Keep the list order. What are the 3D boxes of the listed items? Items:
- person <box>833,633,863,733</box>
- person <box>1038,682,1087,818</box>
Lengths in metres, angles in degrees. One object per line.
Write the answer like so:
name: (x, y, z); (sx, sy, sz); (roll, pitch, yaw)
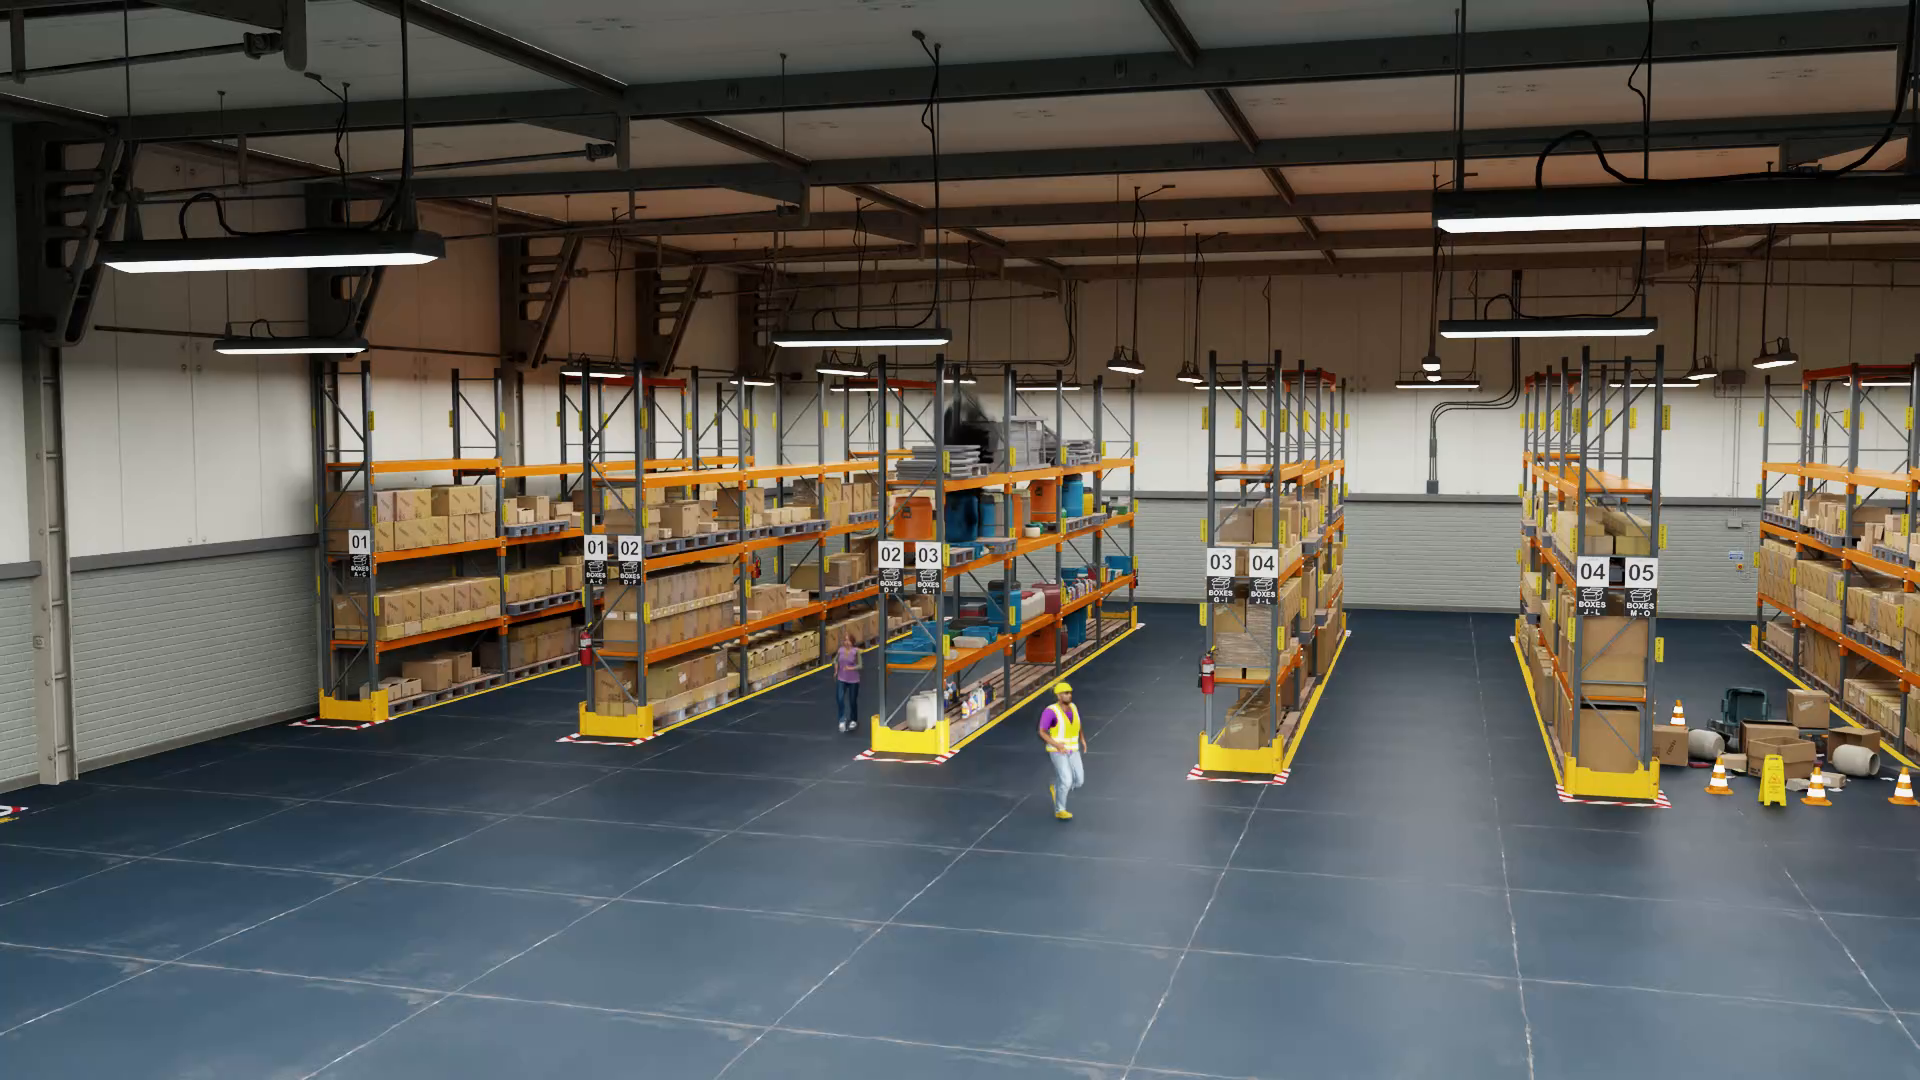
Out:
person: (-1.808, 2.296, 26.700); (0.510, 1.607, 0.676); (1, 4, 7)
person: (1.294, 2.643, 20.979); (0.753, 1.724, 0.614); (-3, 5, -40)
